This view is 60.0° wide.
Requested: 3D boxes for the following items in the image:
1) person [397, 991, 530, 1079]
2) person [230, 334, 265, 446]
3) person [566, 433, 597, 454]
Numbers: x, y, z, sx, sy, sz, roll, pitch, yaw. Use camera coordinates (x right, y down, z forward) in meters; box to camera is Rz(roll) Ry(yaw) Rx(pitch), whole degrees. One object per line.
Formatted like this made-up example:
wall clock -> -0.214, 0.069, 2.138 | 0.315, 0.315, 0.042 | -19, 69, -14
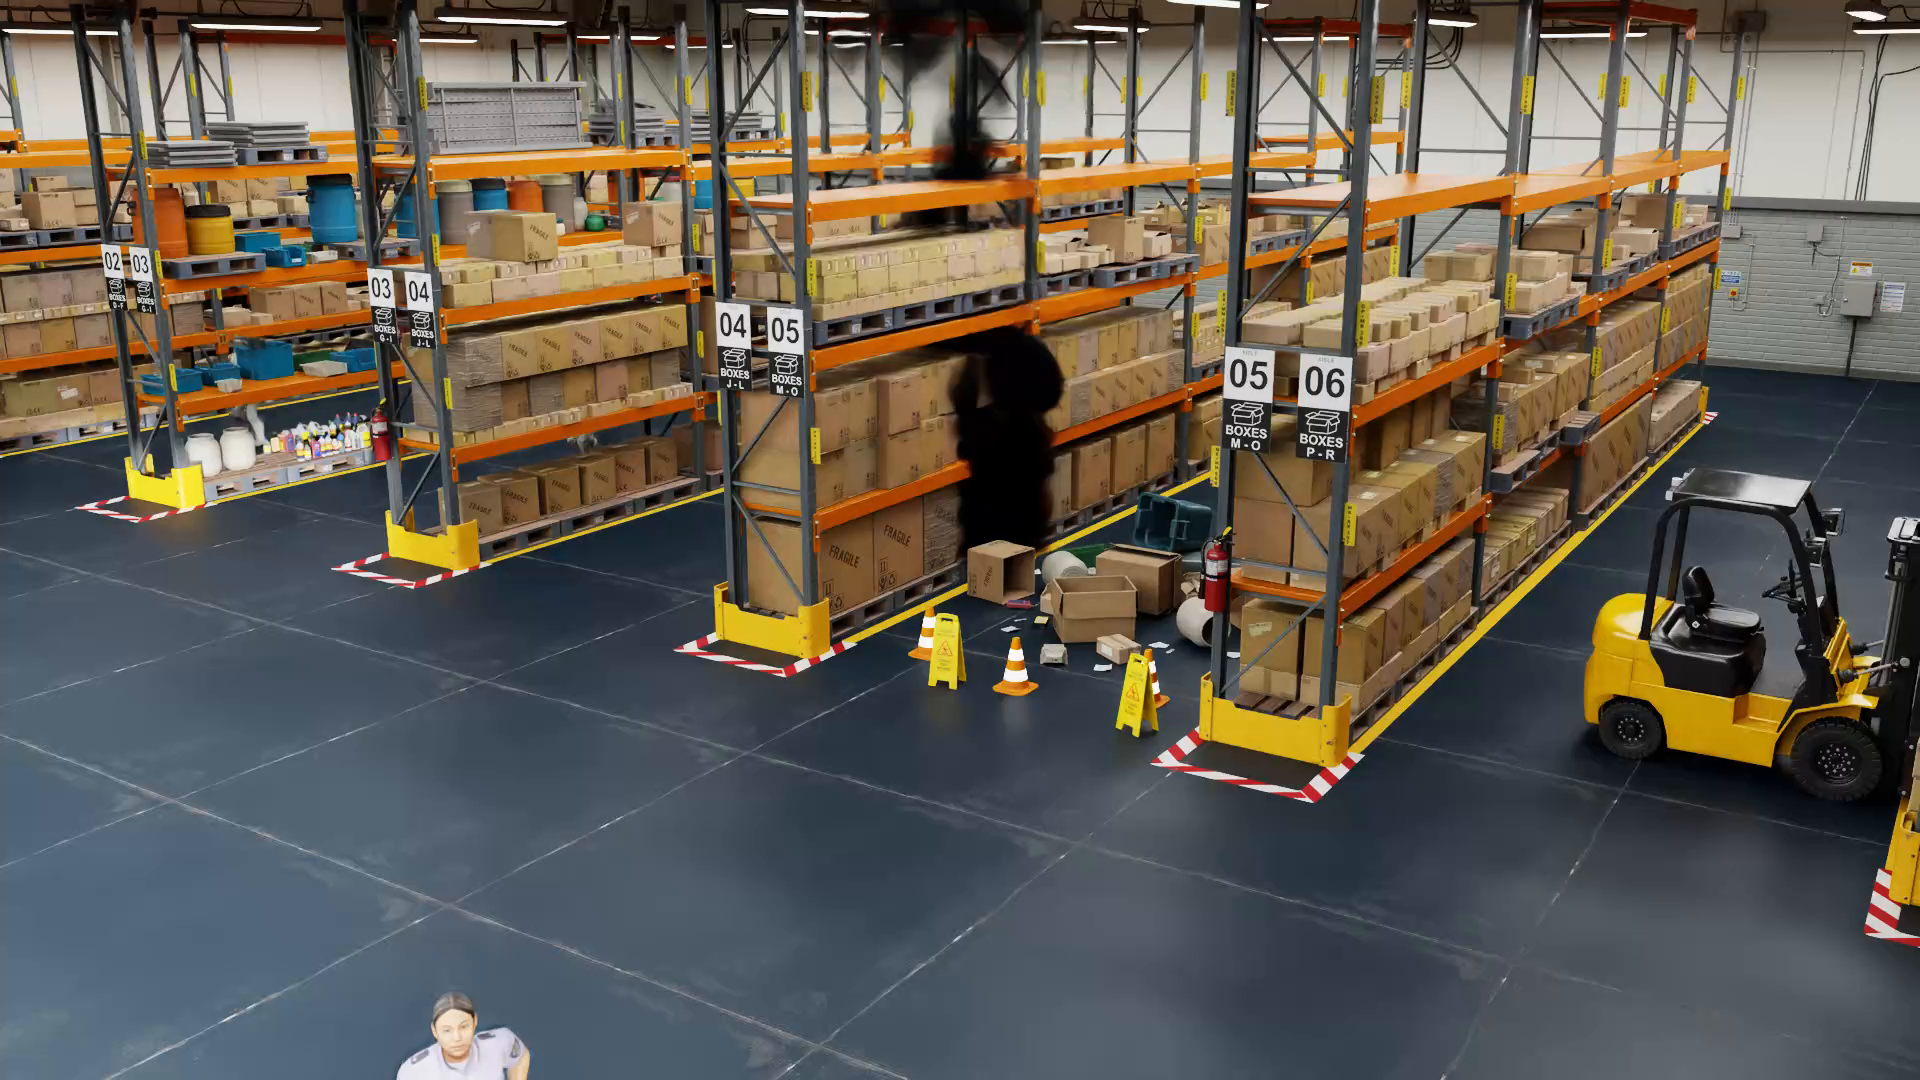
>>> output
person -> -2.007, 2.656, 6.833 | 0.554, 1.596, 0.759 | -5, 16, -17
person -> -10.270, -2.144, 23.870 | 0.603, 1.643, 0.575 | 6, 17, 20
person -> -5.029, -1.698, 22.310 | 0.564, 1.621, 0.569 | 8, 17, 26
